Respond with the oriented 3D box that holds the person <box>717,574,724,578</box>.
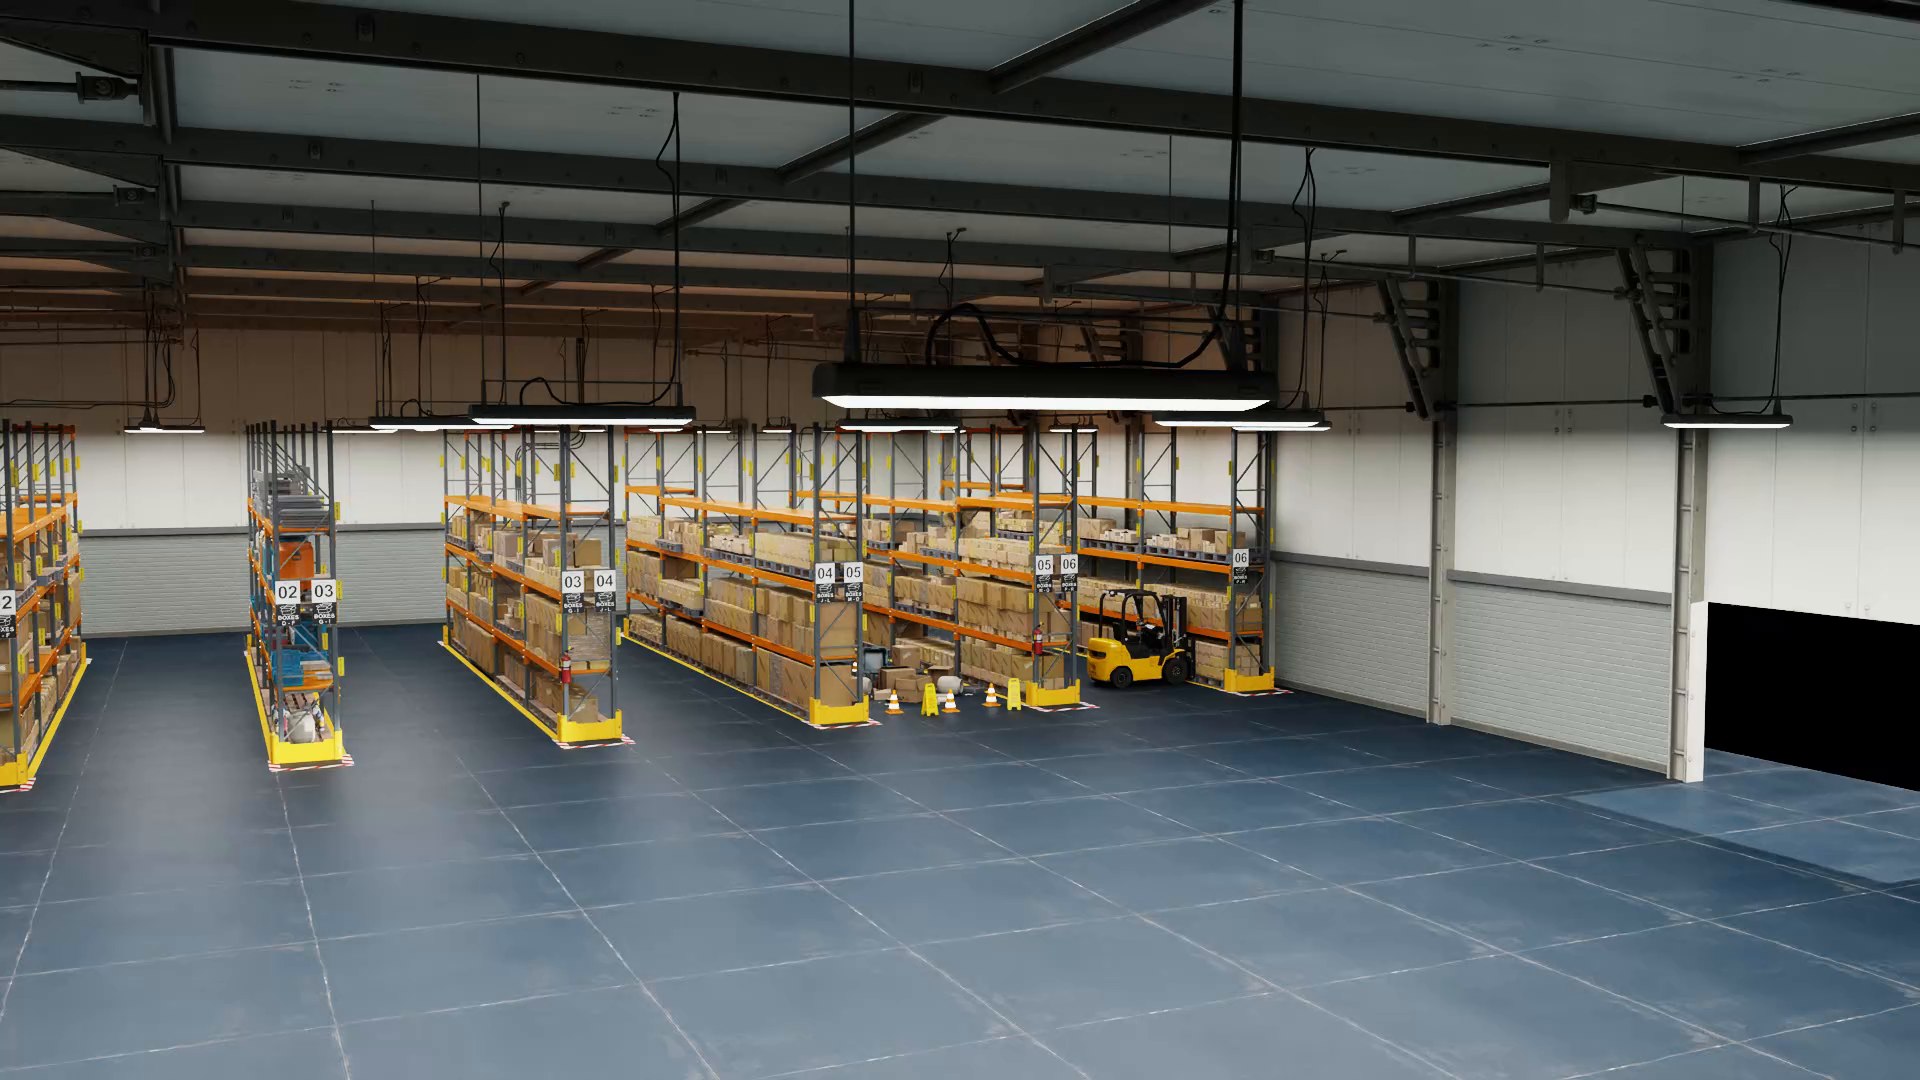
[{"bbox_3d":[-6.827,1.847,47.543,0.727,1.760,1.036,-2,4,-35],"label":"person"}]
